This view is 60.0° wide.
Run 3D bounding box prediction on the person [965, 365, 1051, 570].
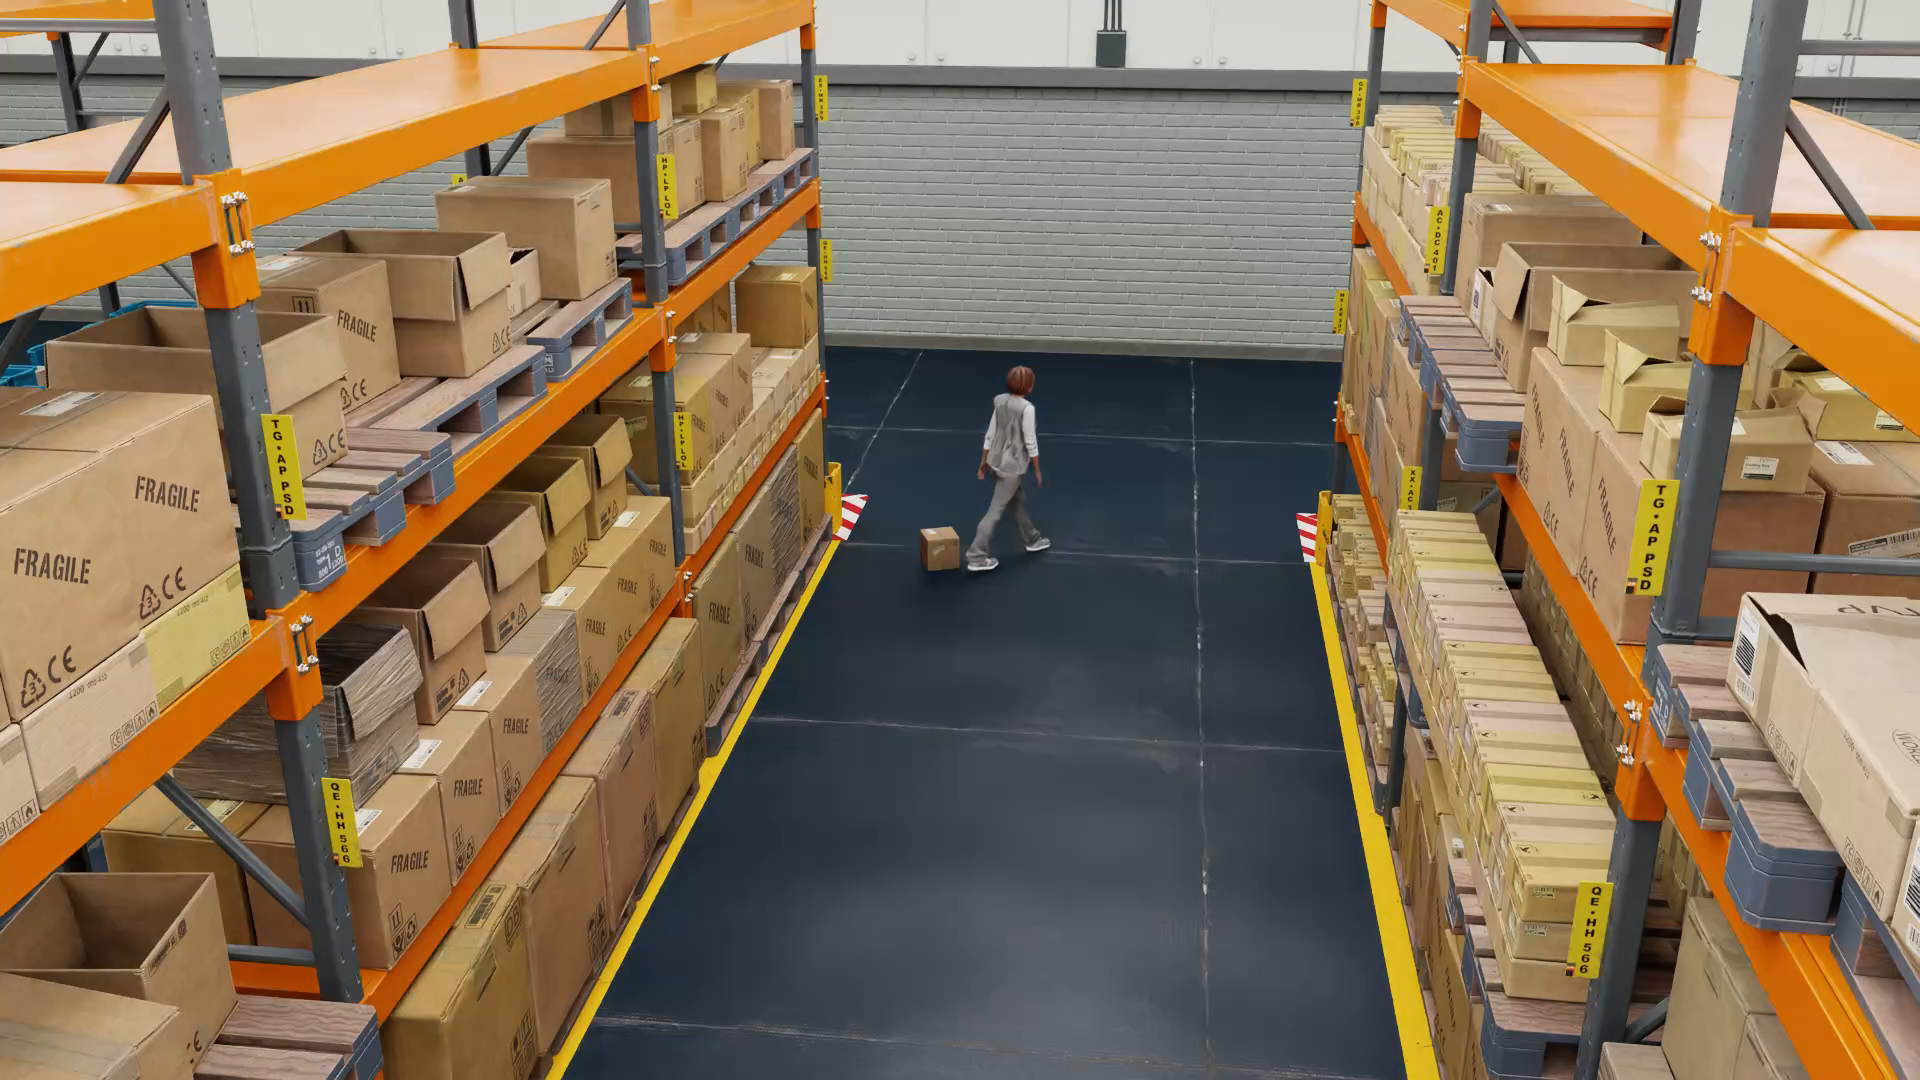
[{"bbox_3d":[0.417,-0.554,12.486,0.877,1.546,0.442,-13,25,-30],"label":"person"}]
